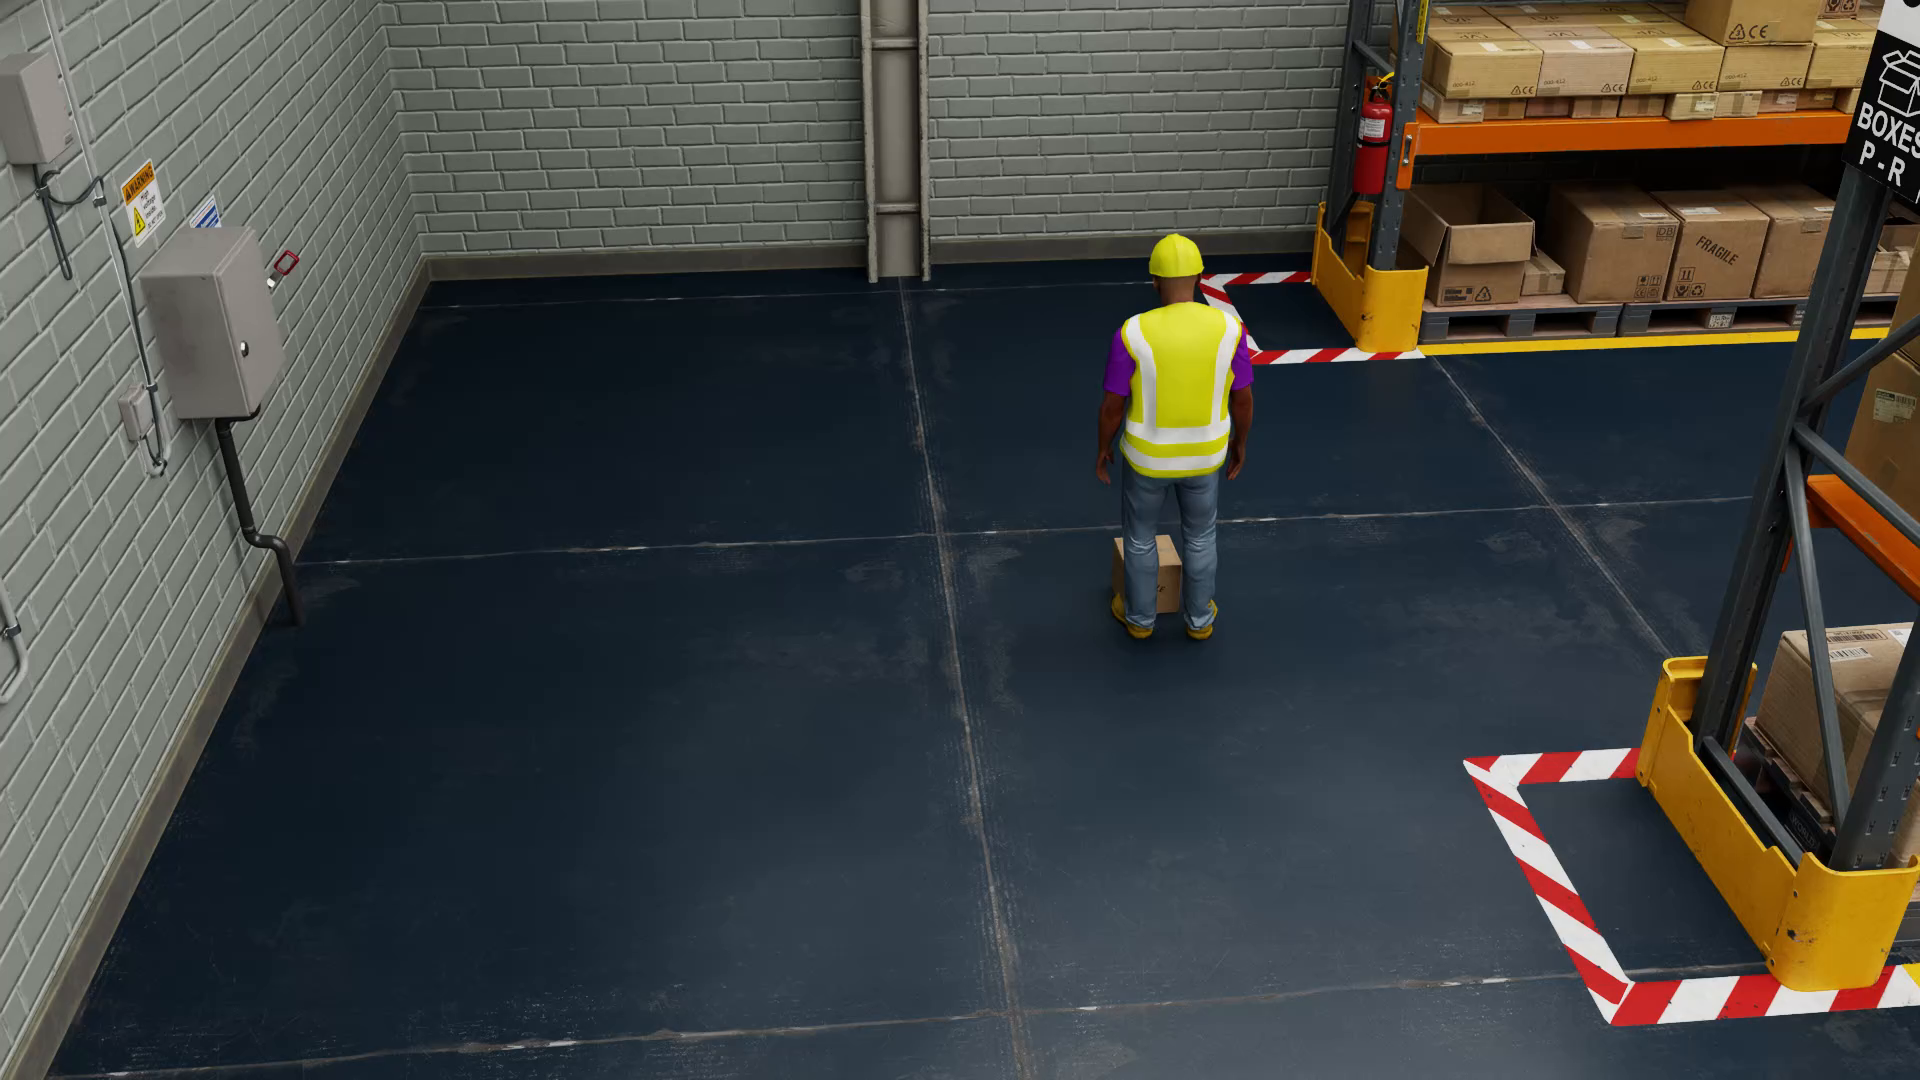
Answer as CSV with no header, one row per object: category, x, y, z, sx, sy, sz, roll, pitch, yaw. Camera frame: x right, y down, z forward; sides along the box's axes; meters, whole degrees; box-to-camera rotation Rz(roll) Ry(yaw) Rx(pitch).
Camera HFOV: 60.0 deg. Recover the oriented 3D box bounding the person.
person,0.858,-0.376,6.742,0.628,1.761,0.458,-3,31,-4
